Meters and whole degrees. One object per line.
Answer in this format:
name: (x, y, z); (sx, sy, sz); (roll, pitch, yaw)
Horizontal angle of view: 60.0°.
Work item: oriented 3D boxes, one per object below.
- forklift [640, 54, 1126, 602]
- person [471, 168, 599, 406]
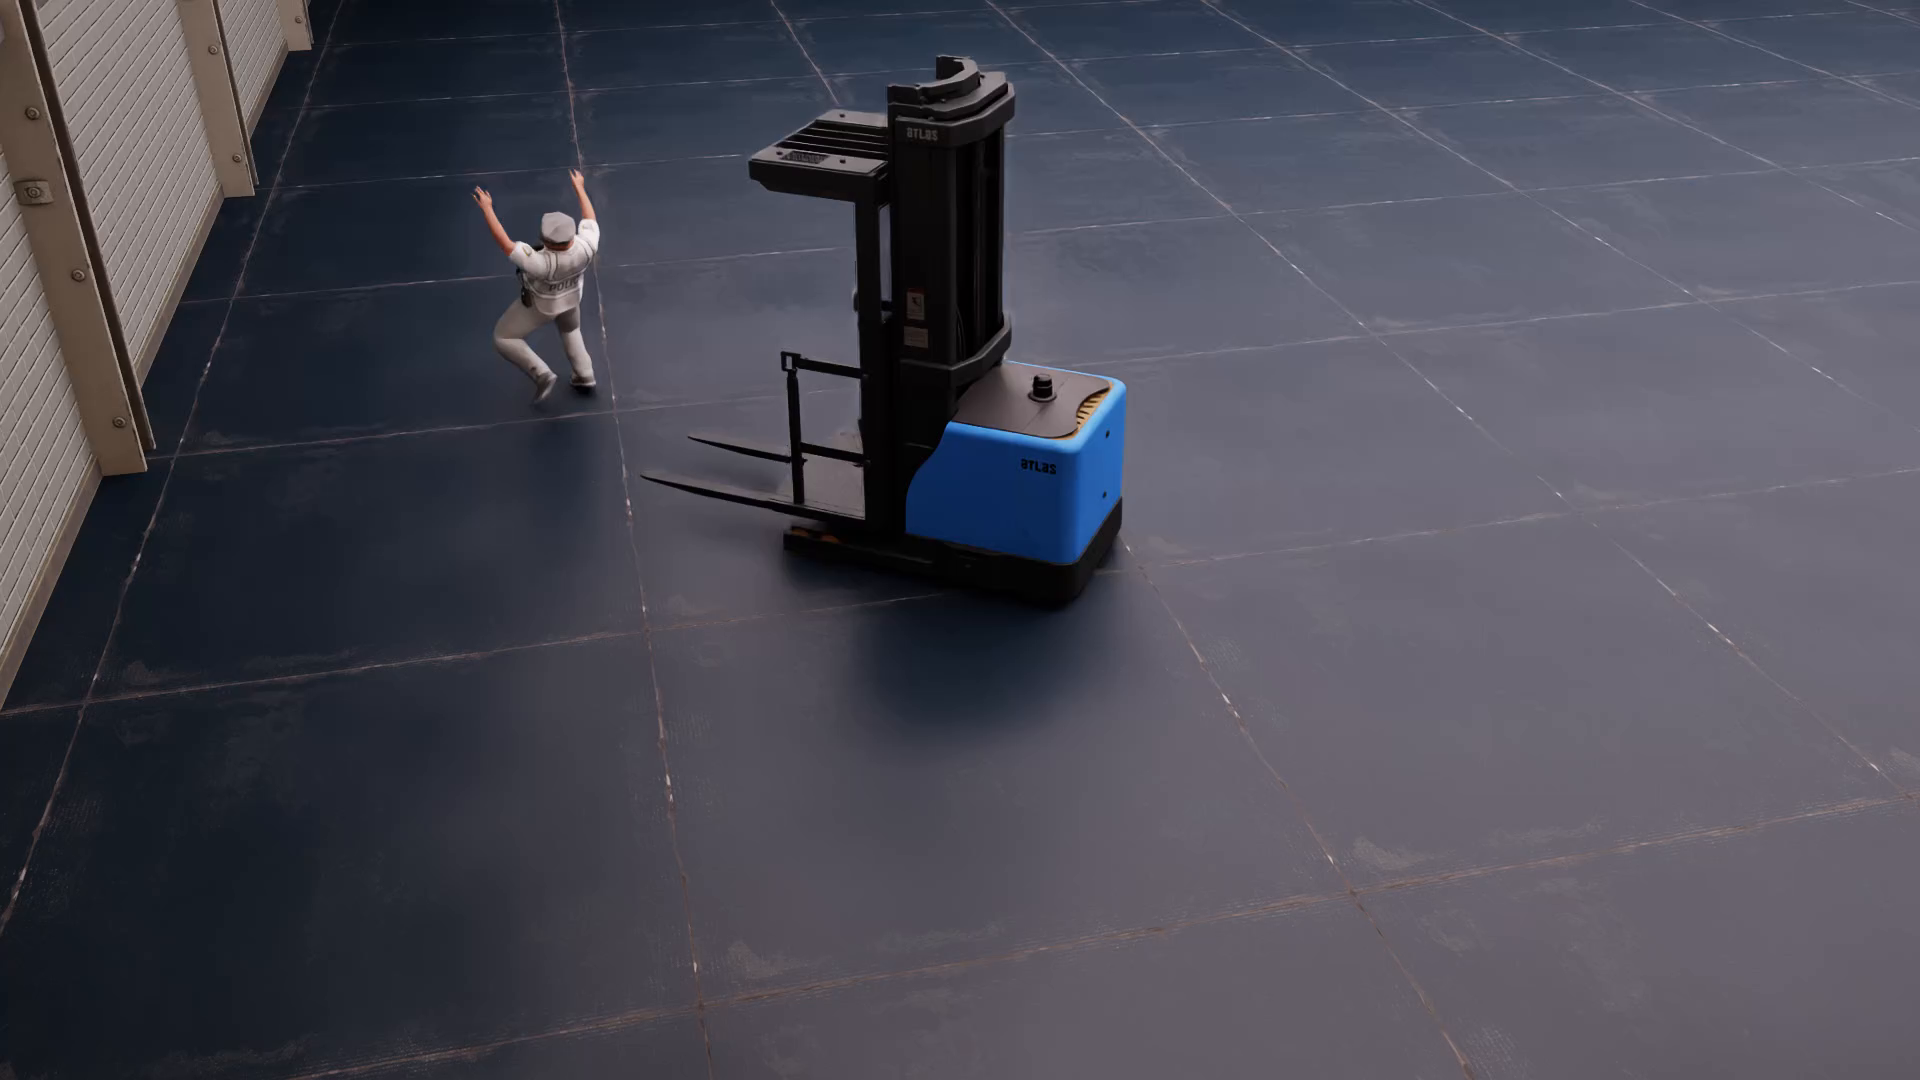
forklift: (-0.553, -1.366, 9.934); (3.031, 2.935, 1.130); (11, 32, 19)
person: (-2.882, -1.805, 11.990); (0.782, 1.665, 0.995); (23, 37, 34)
